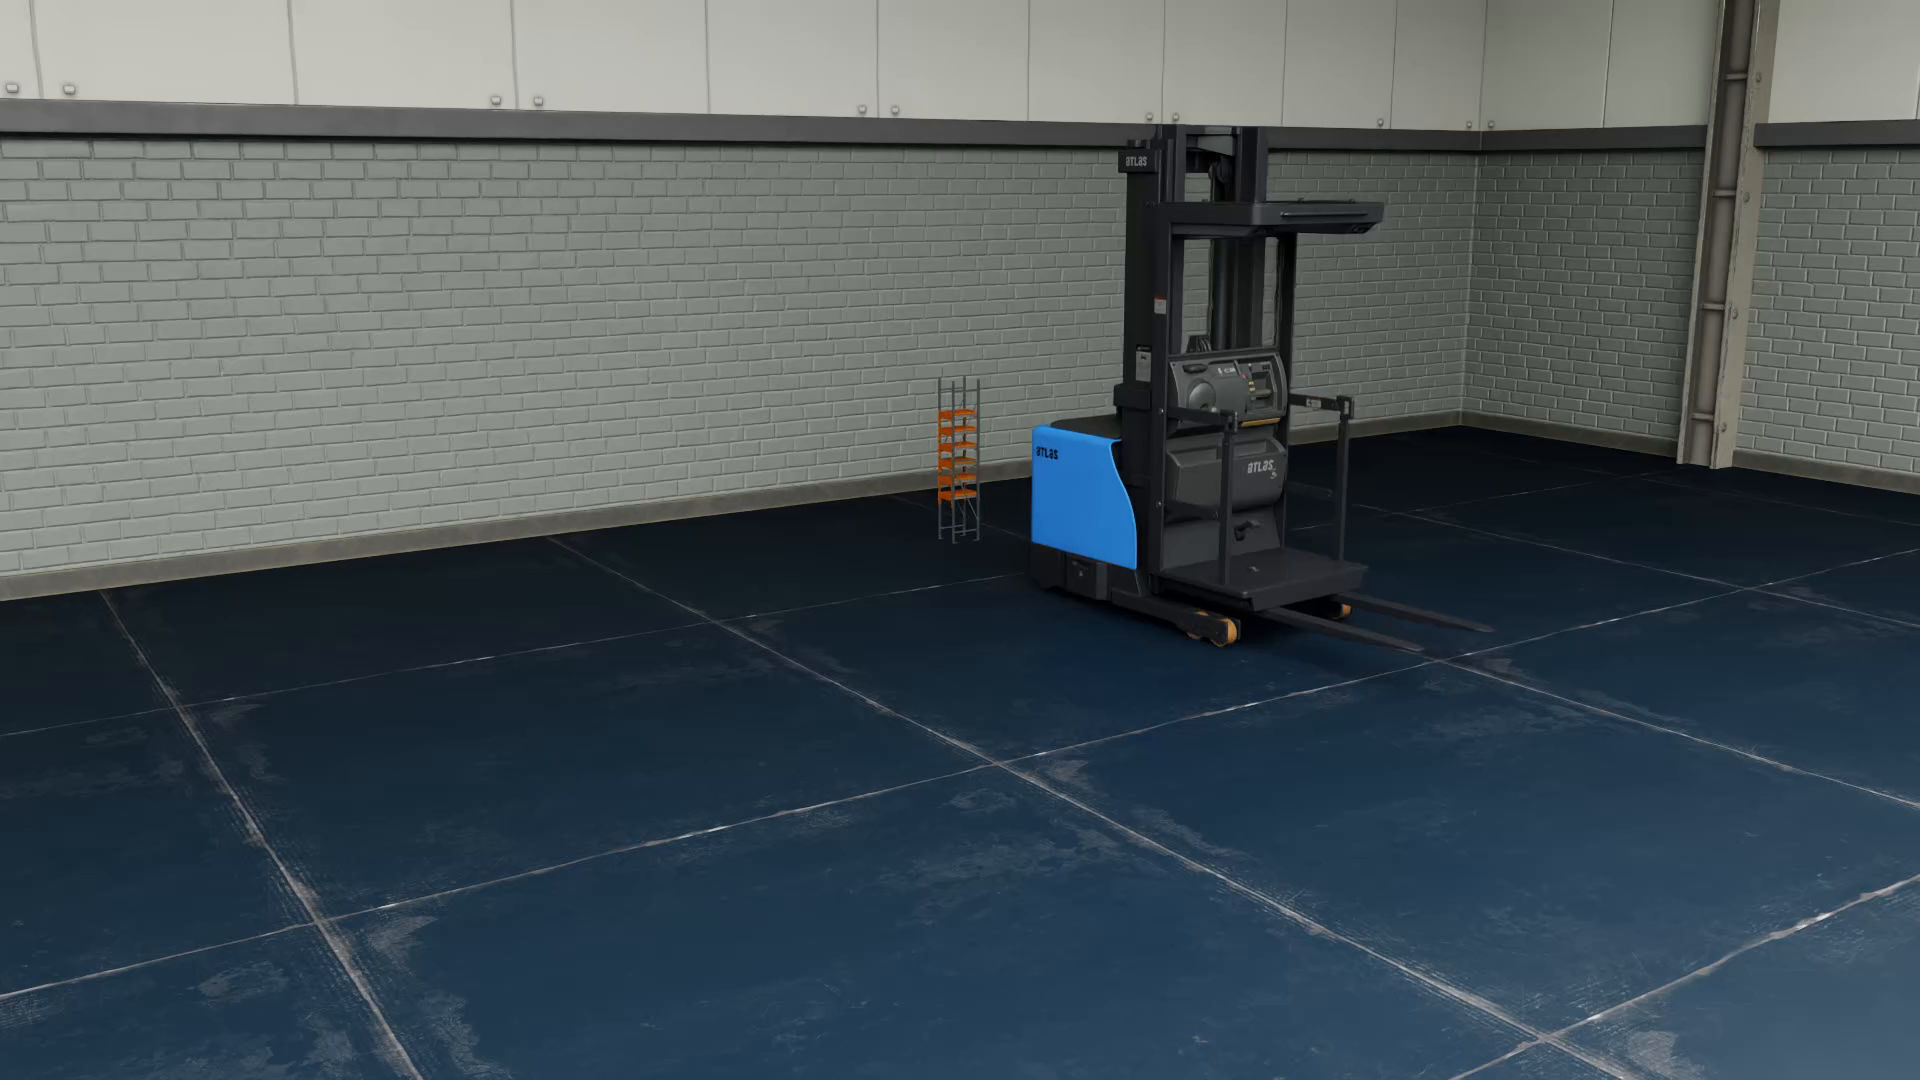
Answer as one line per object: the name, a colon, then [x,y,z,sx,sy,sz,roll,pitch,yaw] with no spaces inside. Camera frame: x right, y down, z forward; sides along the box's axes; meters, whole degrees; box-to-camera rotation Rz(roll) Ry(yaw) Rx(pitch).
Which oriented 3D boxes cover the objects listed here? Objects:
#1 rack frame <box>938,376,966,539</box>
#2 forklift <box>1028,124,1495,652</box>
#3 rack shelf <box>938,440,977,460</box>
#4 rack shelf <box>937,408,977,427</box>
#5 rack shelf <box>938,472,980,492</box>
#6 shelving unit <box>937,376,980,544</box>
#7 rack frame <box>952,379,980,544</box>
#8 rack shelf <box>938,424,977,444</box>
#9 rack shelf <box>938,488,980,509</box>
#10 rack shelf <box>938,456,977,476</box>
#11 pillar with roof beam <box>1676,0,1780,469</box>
rack frame: [-0.059,-0.605,12.320,0.240,1.200,0.006,-8,15,-33]
forklift: [1.740,-0.937,9.786,1.130,2.935,3.031,-9,15,-36]
rack shelf: [-0.008,-0.663,12.229,0.258,0.103,0.180,-8,15,-33]
rack shelf: [-0.008,-0.897,12.178,0.258,0.103,0.180,-8,15,-33]
rack shelf: [-0.008,-0.428,12.280,0.258,0.103,0.180,-8,15,-33]
shelving unit: [-0.008,-0.589,12.245,0.258,1.200,0.189,-8,15,-33]
rack frame: [0.043,-0.572,12.171,0.240,1.200,0.006,-8,15,-33]
rack shelf: [-0.008,-0.780,12.204,0.258,0.103,0.180,-8,15,-33]
rack shelf: [-0.008,-0.311,12.306,0.258,0.103,0.180,-8,15,-33]
rack shelf: [-0.008,-0.545,12.255,0.258,0.103,0.180,-8,15,-33]
pillar with roof beam: [3.402,-4.595,12.310,9.100,9.000,0.400,-8,15,-33]
